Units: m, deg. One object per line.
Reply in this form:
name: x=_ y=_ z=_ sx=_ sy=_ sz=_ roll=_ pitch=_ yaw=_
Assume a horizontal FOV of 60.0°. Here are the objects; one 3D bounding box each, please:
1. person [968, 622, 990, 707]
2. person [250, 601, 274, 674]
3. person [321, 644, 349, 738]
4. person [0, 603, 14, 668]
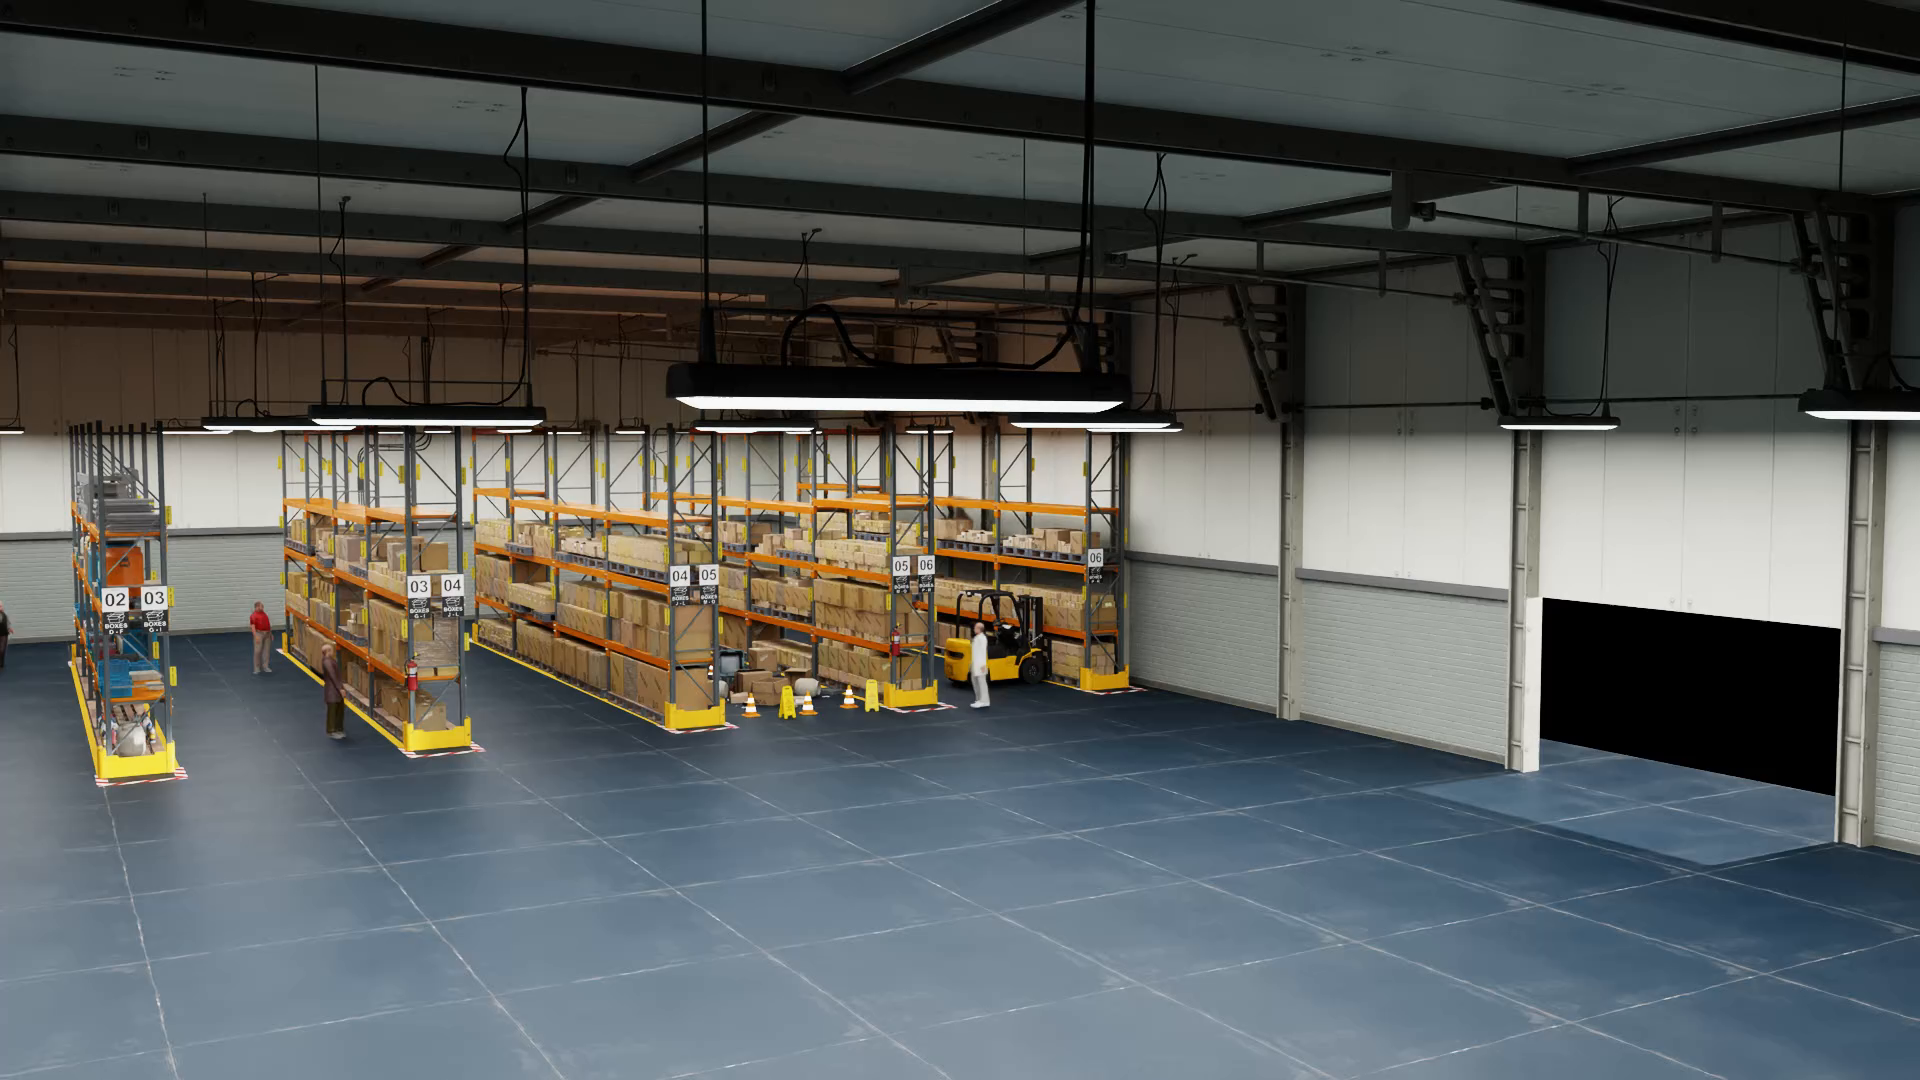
person: x=0.400 y=2.659 z=35.318 sx=0.410 sy=1.825 sz=0.684 roll=-1 pitch=4 yaw=-19
person: x=-17.017 y=2.384 z=40.577 sx=0.478 sy=1.777 sz=0.588 roll=2 pitch=4 yaw=33
person: x=-11.893 y=2.896 z=31.651 sx=0.596 sy=1.832 sz=0.597 roll=0 pitch=4 yaw=1
person: x=-23.555 y=2.377 z=40.706 sx=0.736 sy=1.700 sz=0.992 roll=-2 pitch=4 yaw=-27
